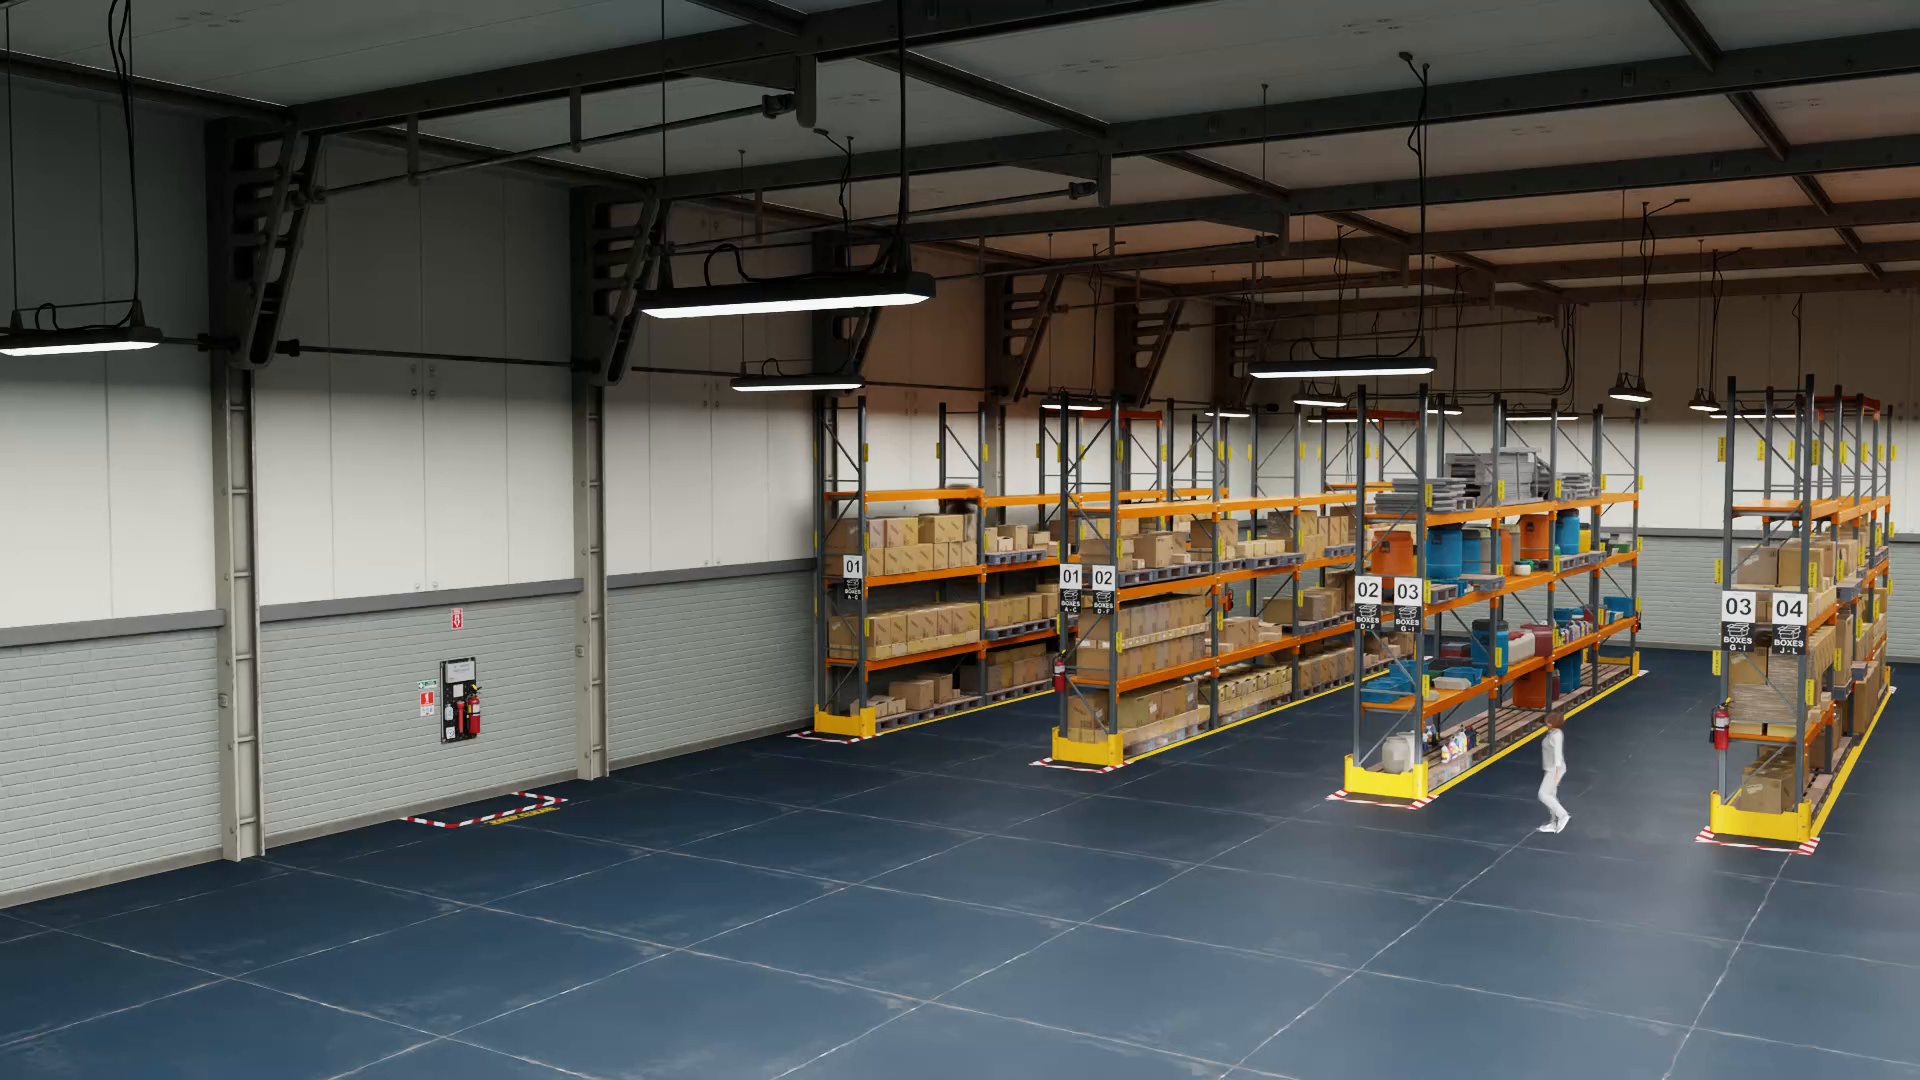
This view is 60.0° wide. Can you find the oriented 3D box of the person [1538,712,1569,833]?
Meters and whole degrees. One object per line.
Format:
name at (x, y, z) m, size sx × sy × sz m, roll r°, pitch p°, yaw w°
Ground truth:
person at (7.765, 3.041, 21.787) m, size 0.415 × 1.598 × 0.452 m, roll 0°, pitch 3°, yaw 7°
